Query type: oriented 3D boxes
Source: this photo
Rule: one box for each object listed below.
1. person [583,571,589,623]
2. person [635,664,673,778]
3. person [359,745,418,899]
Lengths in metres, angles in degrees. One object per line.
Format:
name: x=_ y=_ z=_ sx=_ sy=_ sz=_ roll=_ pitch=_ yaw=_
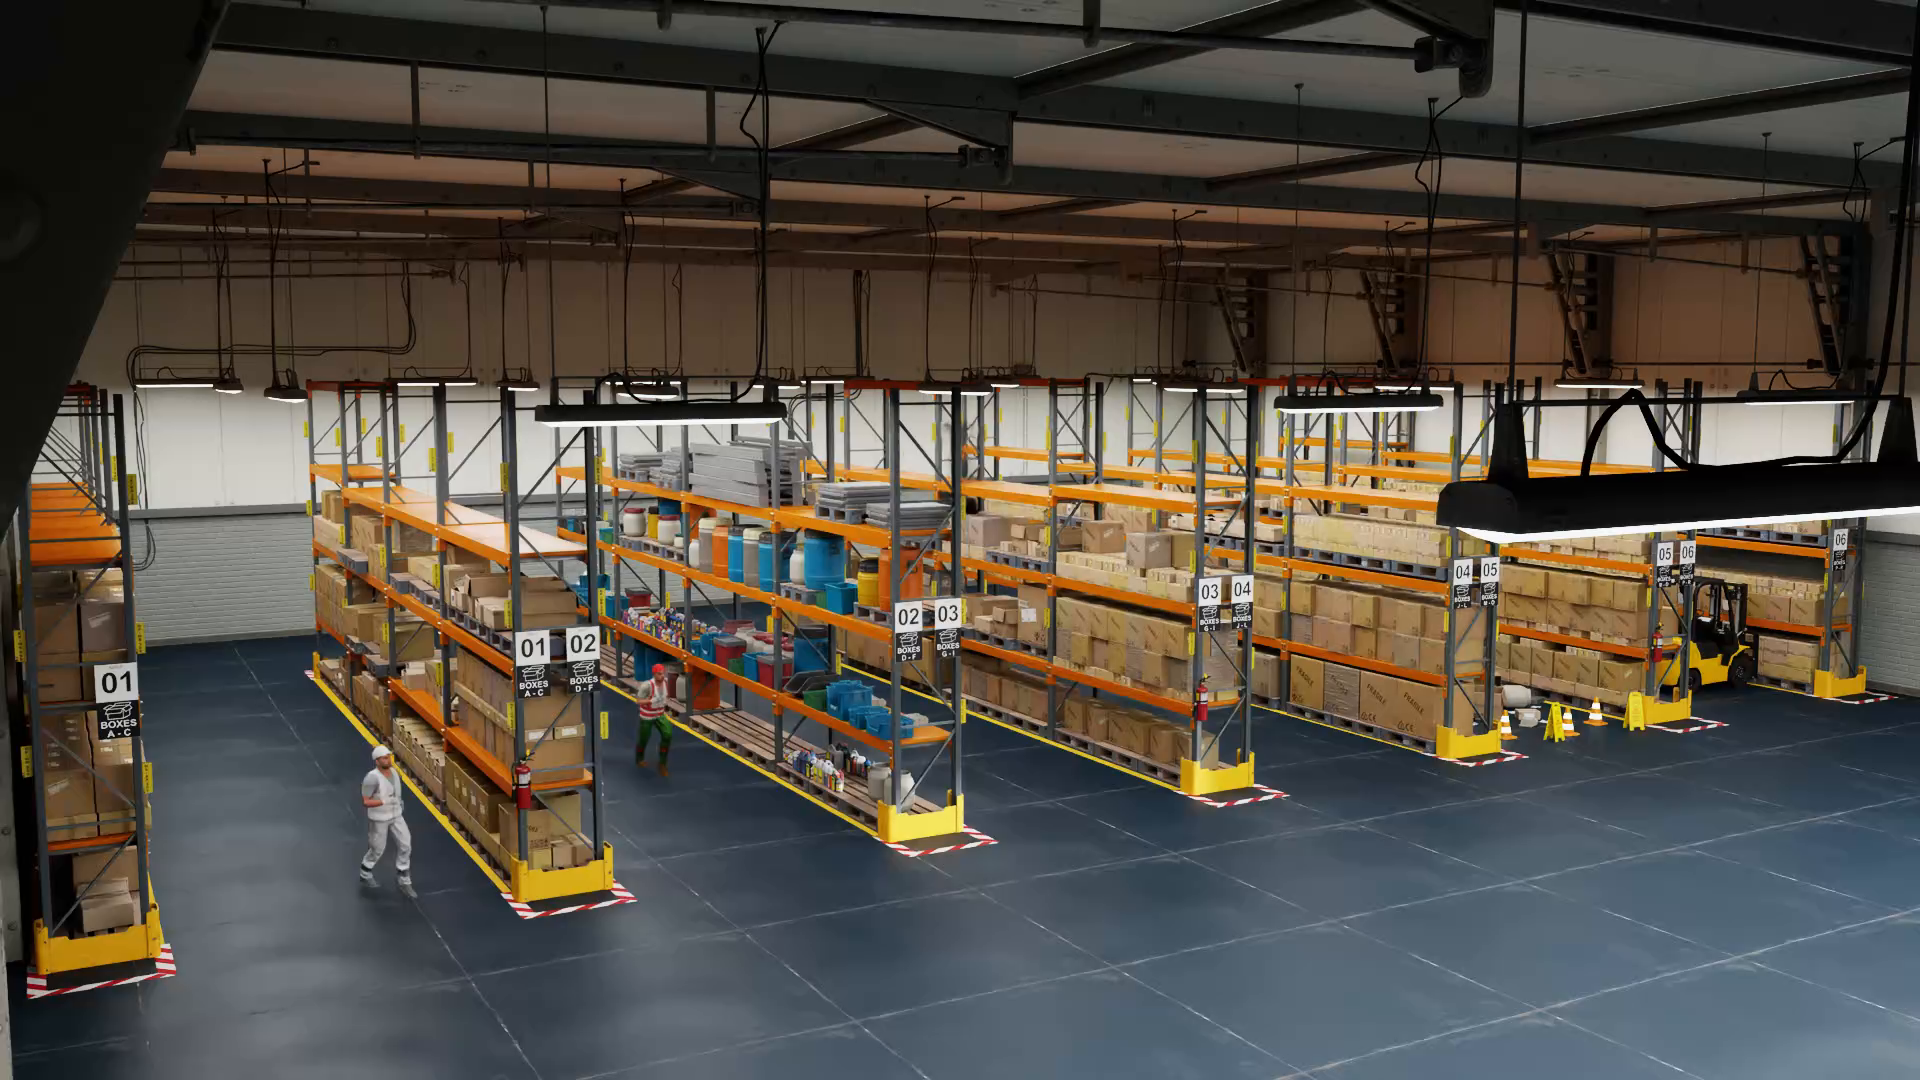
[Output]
person: x=-8.369 y=1.533 z=37.173 sx=0.673 sy=1.724 sz=0.690 roll=-3 pitch=7 yaw=-25
person: x=-4.742 y=2.746 z=25.571 sx=0.648 sy=1.773 sz=0.961 roll=-5 pitch=8 yaw=-38
person: x=-6.837 y=3.342 z=19.738 sx=0.802 sy=1.845 sz=0.637 roll=4 pitch=7 yaw=31
